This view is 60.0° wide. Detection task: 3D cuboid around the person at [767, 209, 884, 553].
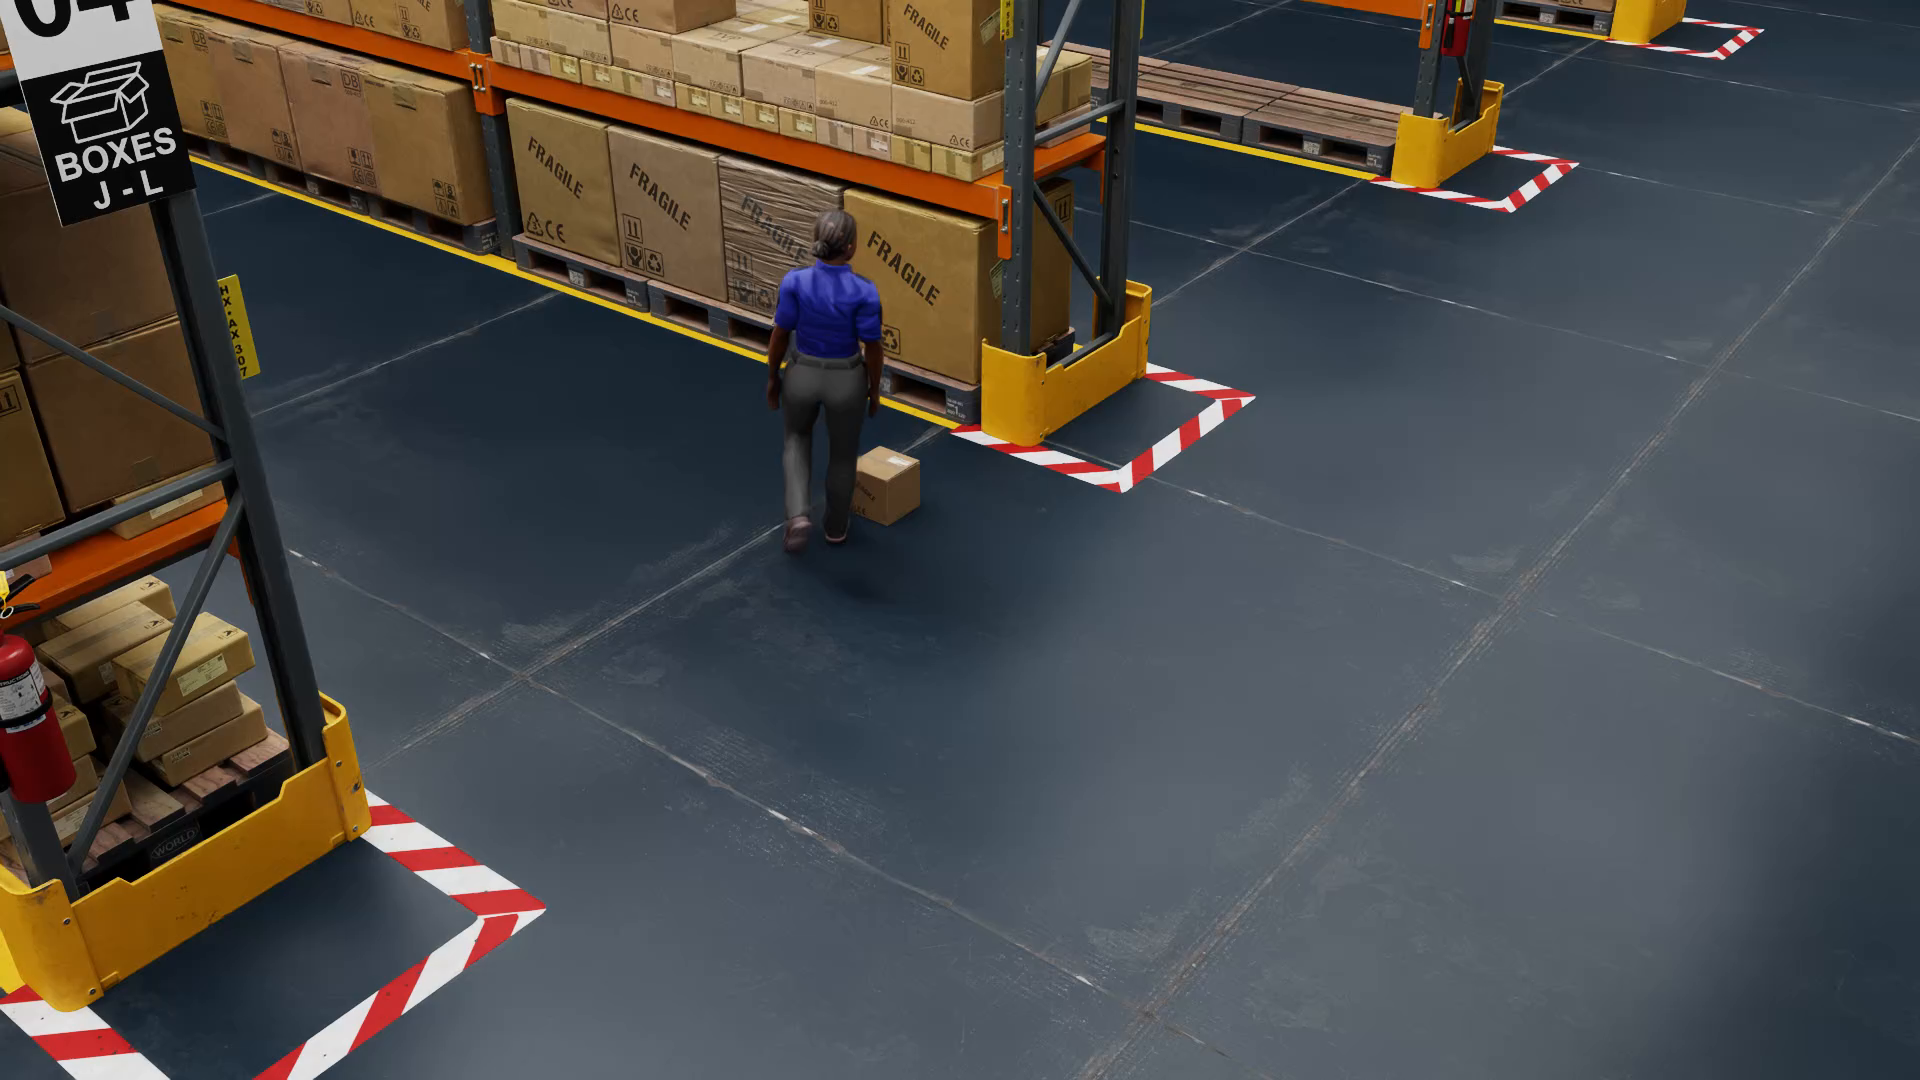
[{"bbox_3d":[-0.562,-0.694,7.281,0.504,1.655,0.517,3,31,5],"label":"person"}]
